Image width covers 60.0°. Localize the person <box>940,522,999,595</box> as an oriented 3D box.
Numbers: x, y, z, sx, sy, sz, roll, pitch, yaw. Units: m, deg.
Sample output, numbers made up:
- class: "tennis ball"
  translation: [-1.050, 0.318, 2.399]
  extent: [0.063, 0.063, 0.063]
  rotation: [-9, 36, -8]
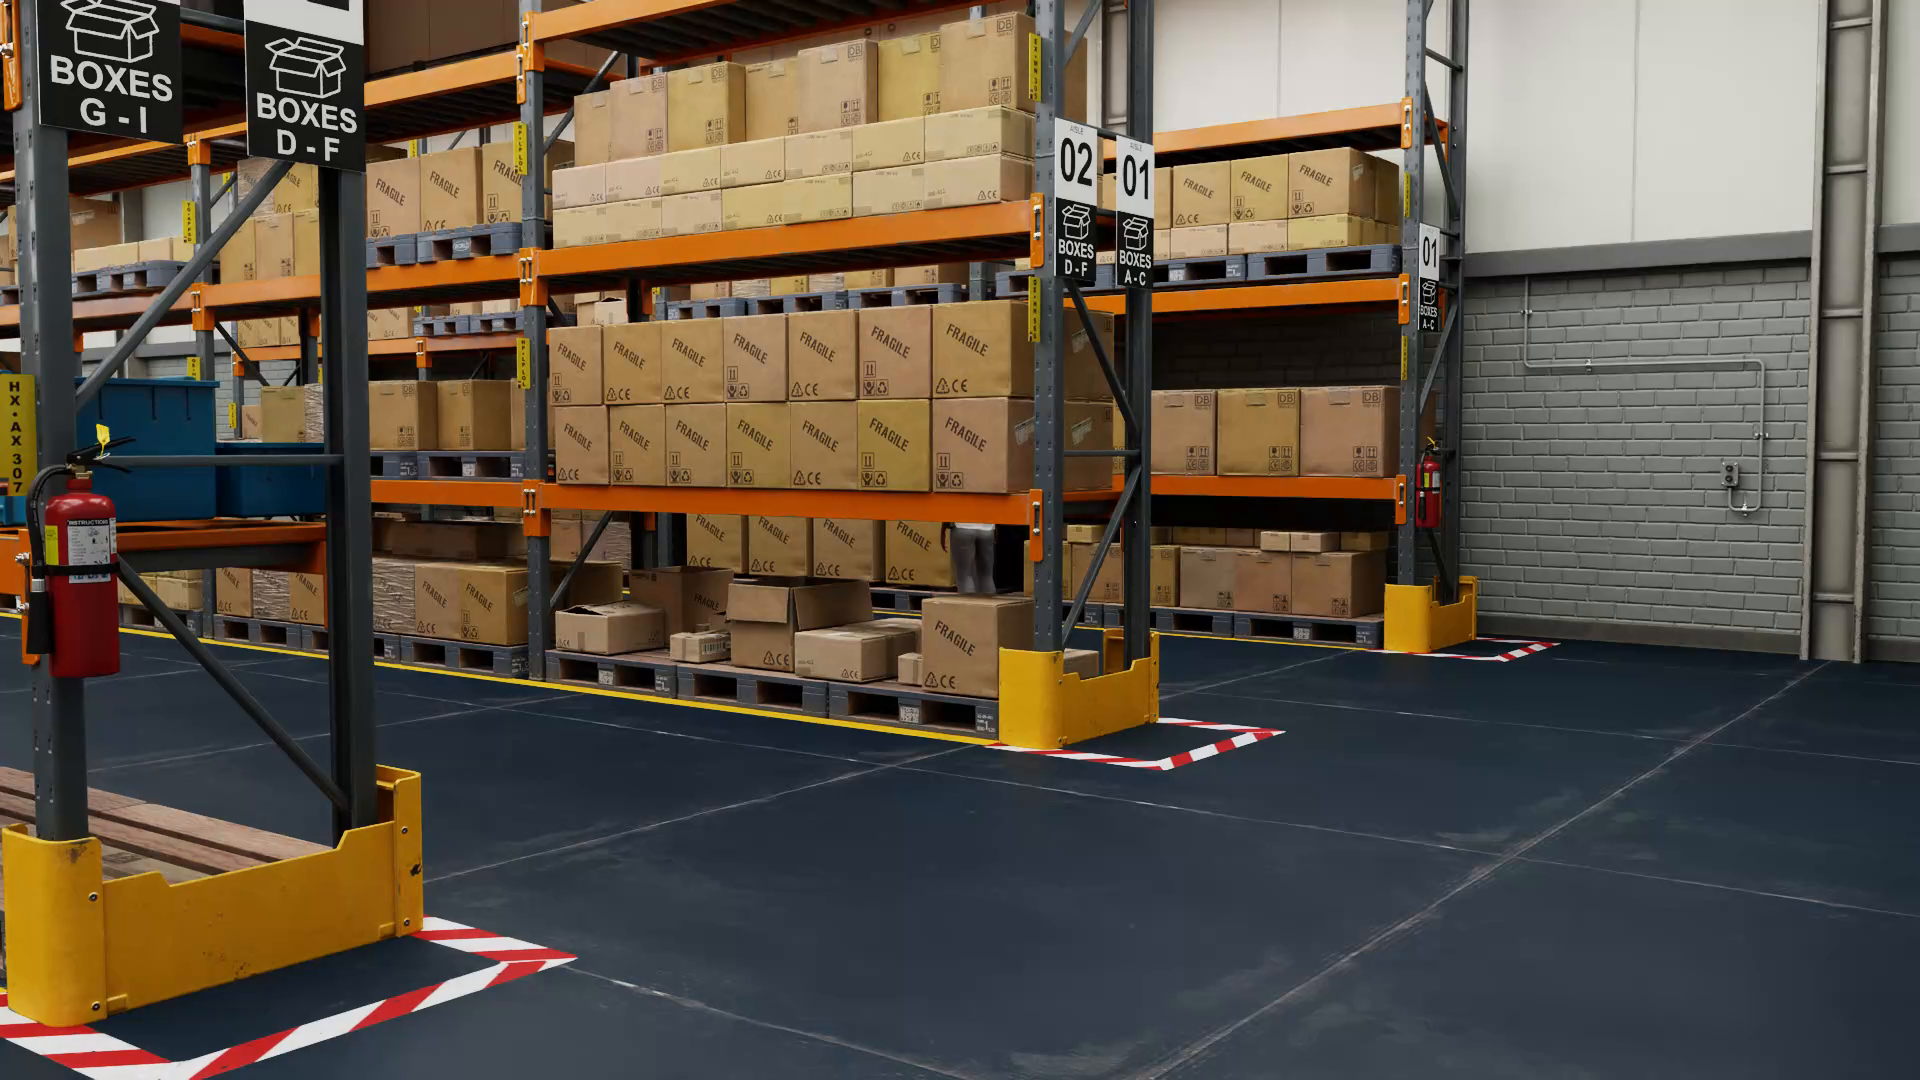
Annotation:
- class: "person"
  translation: [0.075, -0.076, 13.518]
  extent: [0.569, 1.695, 0.530]
  rotation: [-2, 4, -29]
